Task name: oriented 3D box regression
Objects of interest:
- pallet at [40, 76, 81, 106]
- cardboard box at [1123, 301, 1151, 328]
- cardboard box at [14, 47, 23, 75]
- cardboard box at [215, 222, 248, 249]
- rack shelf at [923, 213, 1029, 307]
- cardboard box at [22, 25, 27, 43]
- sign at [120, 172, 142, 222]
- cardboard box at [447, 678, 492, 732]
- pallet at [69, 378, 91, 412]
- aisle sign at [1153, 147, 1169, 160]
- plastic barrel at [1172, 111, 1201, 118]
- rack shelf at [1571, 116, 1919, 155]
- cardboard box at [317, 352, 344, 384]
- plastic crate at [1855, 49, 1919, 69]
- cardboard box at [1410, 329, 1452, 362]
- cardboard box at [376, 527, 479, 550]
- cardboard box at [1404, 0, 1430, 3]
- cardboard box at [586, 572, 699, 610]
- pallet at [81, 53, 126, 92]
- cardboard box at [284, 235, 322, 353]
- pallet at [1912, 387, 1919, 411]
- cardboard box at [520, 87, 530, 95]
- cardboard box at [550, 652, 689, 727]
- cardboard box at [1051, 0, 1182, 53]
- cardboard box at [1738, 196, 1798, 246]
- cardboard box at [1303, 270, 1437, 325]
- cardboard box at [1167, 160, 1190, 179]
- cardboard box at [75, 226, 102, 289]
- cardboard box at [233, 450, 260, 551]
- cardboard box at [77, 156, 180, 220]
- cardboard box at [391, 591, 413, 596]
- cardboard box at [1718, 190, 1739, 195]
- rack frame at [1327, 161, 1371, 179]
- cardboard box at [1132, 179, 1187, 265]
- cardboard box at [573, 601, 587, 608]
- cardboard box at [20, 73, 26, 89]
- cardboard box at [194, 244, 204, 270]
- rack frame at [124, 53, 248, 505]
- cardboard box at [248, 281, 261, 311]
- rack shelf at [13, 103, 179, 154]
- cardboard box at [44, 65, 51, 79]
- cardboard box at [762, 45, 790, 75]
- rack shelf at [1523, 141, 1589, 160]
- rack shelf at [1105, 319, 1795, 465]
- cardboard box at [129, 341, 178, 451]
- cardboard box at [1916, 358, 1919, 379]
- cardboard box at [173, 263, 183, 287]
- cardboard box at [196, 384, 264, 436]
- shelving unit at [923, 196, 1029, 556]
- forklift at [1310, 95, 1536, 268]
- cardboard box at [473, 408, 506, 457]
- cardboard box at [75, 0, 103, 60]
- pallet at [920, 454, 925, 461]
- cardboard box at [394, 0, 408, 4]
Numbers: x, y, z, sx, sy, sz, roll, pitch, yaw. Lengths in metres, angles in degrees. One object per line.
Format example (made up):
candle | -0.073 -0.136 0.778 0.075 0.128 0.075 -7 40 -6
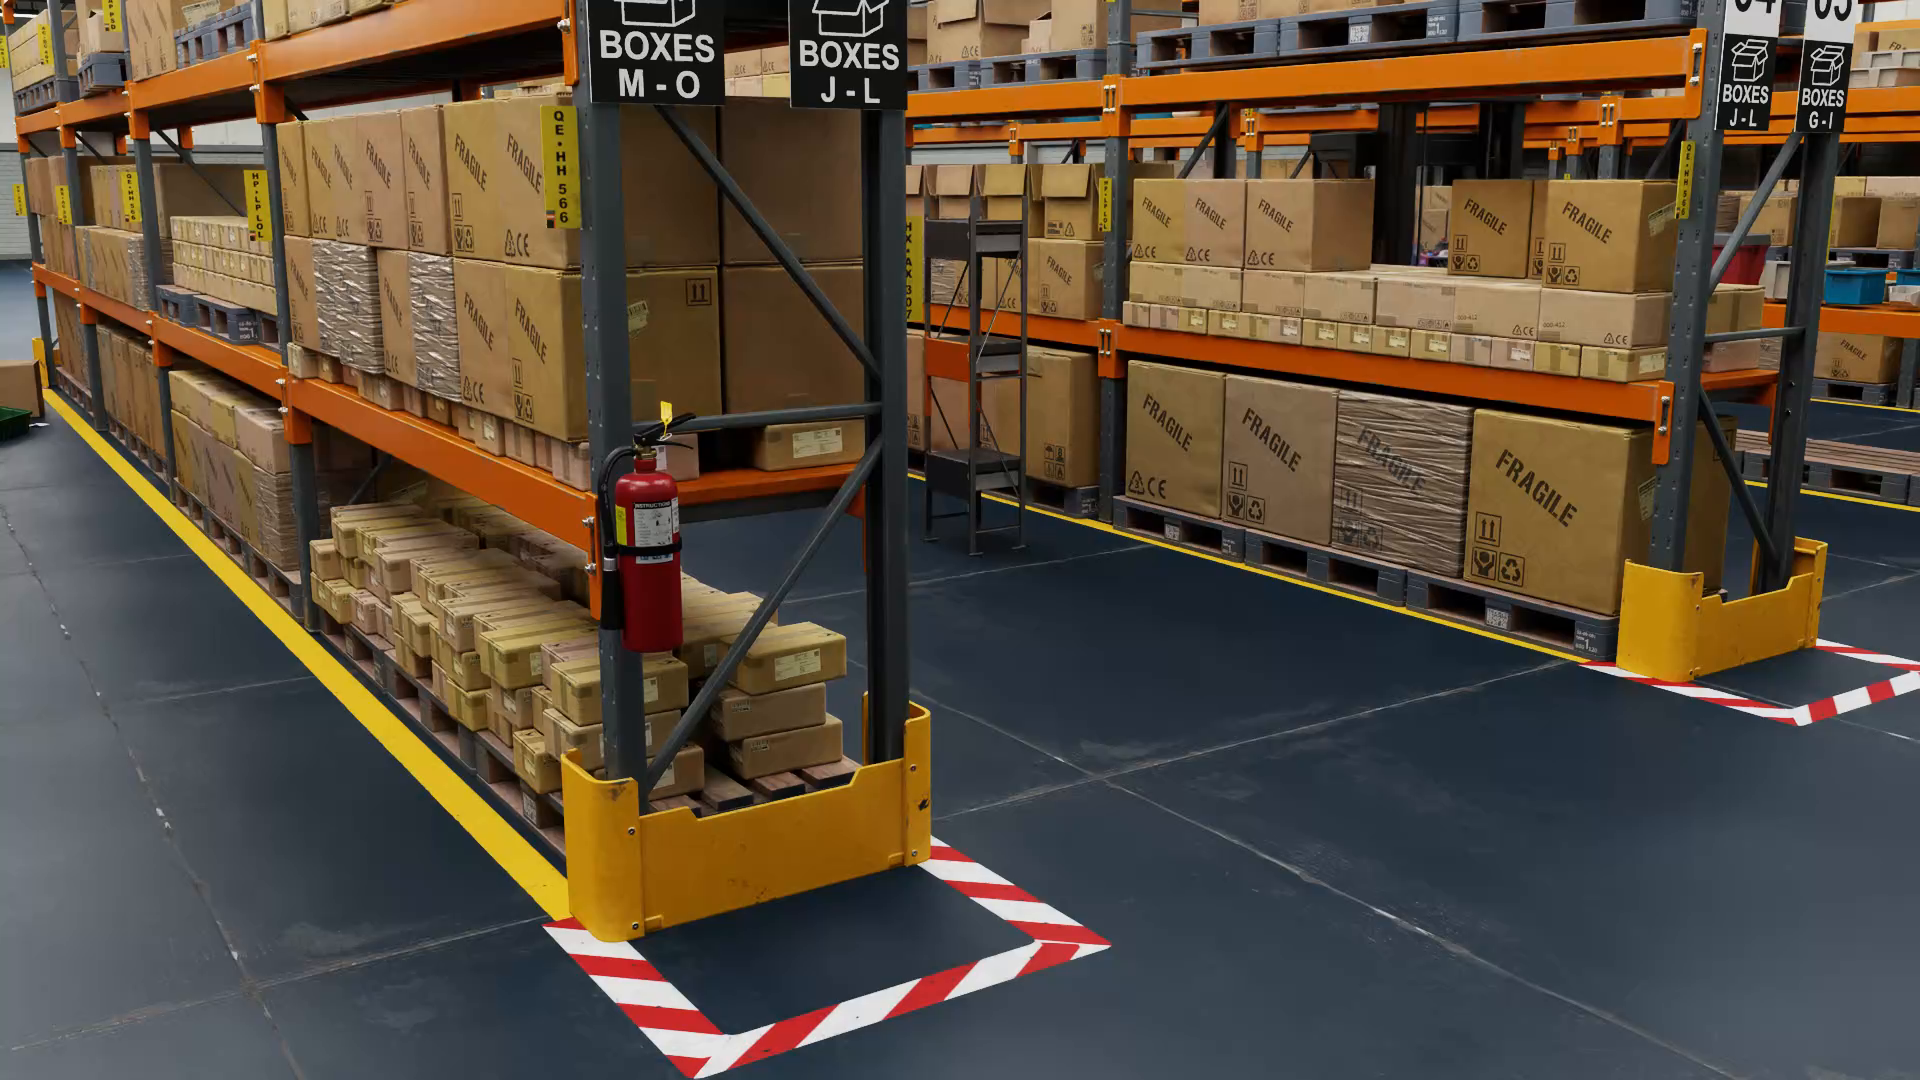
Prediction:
pallet | -7.705 -4.058 15.084 1.003 0.211 1.213 -8 15 -33
cardboard box | 1.244 -1.421 10.427 0.380 0.149 0.250 -8 15 -33
cardboard box | -9.140 -4.786 16.642 0.500 0.250 0.500 -8 15 -33
cardboard box | -4.085 -1.768 9.636 0.380 0.149 0.250 -8 15 -34
rack shelf | 0.092 -1.667 9.856 0.431 0.518 0.480 -8 15 -33
cardboard box | -8.711 -4.818 15.857 0.380 0.149 0.250 -8 15 -32
sign | -5.504 -2.277 11.044 0.100 0.325 0.005 -8 15 -33
cardboard box | -1.719 0.592 6.323 0.380 0.149 0.250 -9 15 -35
pallet | -8.296 -1.489 16.676 1.003 0.211 1.213 -8 15 -33
aisle sign | 3.166 -6.258 25.873 0.394 0.787 0.004 -8 15 -33
plastic barrel | 2.366 -4.530 17.356 0.301 0.262 0.301 0 12 0
rack shelf | 8.498 -4.277 17.562 1.077 0.370 4.000 -8 15 -33
cardboard box | -2.738 -0.818 7.667 0.380 0.149 0.250 -8 14 -31
plastic crate | 6.726 -3.349 11.910 0.437 0.282 0.530 -8 15 -33
cardboard box | 2.535 -1.007 8.535 0.380 0.149 0.250 -8 15 -34
cardboard box | -2.361 0.055 7.387 0.380 0.149 0.250 -9 15 -34
cardboard box | 2.703 -2.979 8.492 0.700 0.500 0.500 -9 15 -37
cardboard box | -1.257 0.229 6.592 0.380 0.149 0.250 -7 14 -31
pallet | -5.445 -3.259 11.666 1.213 0.211 1.003 -7 14 -30
cardboard box | -2.763 -1.143 7.636 0.500 0.500 0.500 -8 15 -34
pallet | 9.986 -1.323 15.918 1.003 0.211 1.213 -8 15 -33
cardboard box | -4.803 -5.092 19.022 0.380 0.149 0.250 -8 15 -33
cardboard box | -1.116 0.478 5.454 0.380 0.149 0.250 -8 15 -32
cardboard box | 1.028 -3.457 10.911 0.700 0.500 0.500 -8 14 -31
cardboard box | 8.576 -3.369 17.527 0.500 0.500 0.700 11 16 41
cardboard box | 2.229 -1.324 9.050 0.500 0.250 0.500 -8 15 -33
cardboard box | 3.531 -5.438 24.935 0.700 0.500 0.500 -9 15 -34
cardboard box | -7.193 -2.413 14.140 0.500 0.500 0.500 -8 15 -32
cardboard box | -3.731 -0.244 9.323 0.500 0.500 0.500 -9 15 -34
cardboard box | -7.436 -3.160 14.911 0.875 0.550 0.550 -8 15 -33
cardboard box | -2.233 0.251 7.184 0.380 0.149 0.250 -7 14 -30
cardboard box | 10.534 -4.671 23.437 0.700 0.500 0.500 -8 15 -33
rack frame | 5.174 -4.230 22.685 1.000 3.000 0.127 -8 15 -33
cardboard box | 1.410 -1.959 10.197 0.500 0.500 0.500 -8 15 -33
cardboard box | -1.465 0.337 6.792 0.380 0.149 0.250 -7 14 -30
cardboard box | -9.132 -4.564 16.559 0.380 0.149 0.250 -8 15 -32
cardboard box | -4.501 -1.756 10.280 0.380 0.149 0.250 -8 15 -33
rack frame | -5.044 -1.778 11.471 1.000 3.000 0.127 -8 15 -33
cardboard box | -3.632 -1.332 9.034 0.380 0.149 0.250 -9 15 -36
rack shelf | -8.368 -3.959 16.107 1.077 0.370 4.000 -8 15 -33
cardboard box | -7.868 -4.158 14.703 0.380 0.149 0.250 -8 15 -32
cardboard box | -1.331 -4.161 13.942 0.500 0.500 0.500 -8 14 -31
rack shelf | 8.188 -6.287 26.752 1.077 0.370 4.000 -8 15 -33
rack shelf | 2.465 -0.929 9.271 1.077 0.370 4.000 -8 15 -33
cardboard box | -5.794 -1.158 12.920 1.050 0.750 0.750 -8 15 -32
cardboard box | 9.541 -1.916 16.925 0.500 0.500 0.500 -9 15 -35
cardboard box | -4.964 -1.757 10.980 0.380 0.149 0.250 -8 15 -34
cardboard box | -4.319 -0.797 10.099 0.500 0.250 0.500 -8 15 -32
shelving unit | 0.092 -0.996 10.003 0.431 2.100 0.503 -8 15 -33
forklift | 3.018 -1.710 11.321 1.130 2.935 3.031 -3 13 -12
cardboard box | -1.446 -0.391 5.717 0.380 0.149 0.250 -8 14 -31
cardboard box | -6.240 -3.822 12.346 0.500 0.500 0.500 -8 15 -33
pallet | -0.485 -0.836 13.689 1.003 0.211 1.213 -8 15 -33
cardboard box | -1.636 -1.977 5.709 0.500 0.250 0.500 -7 14 -30
